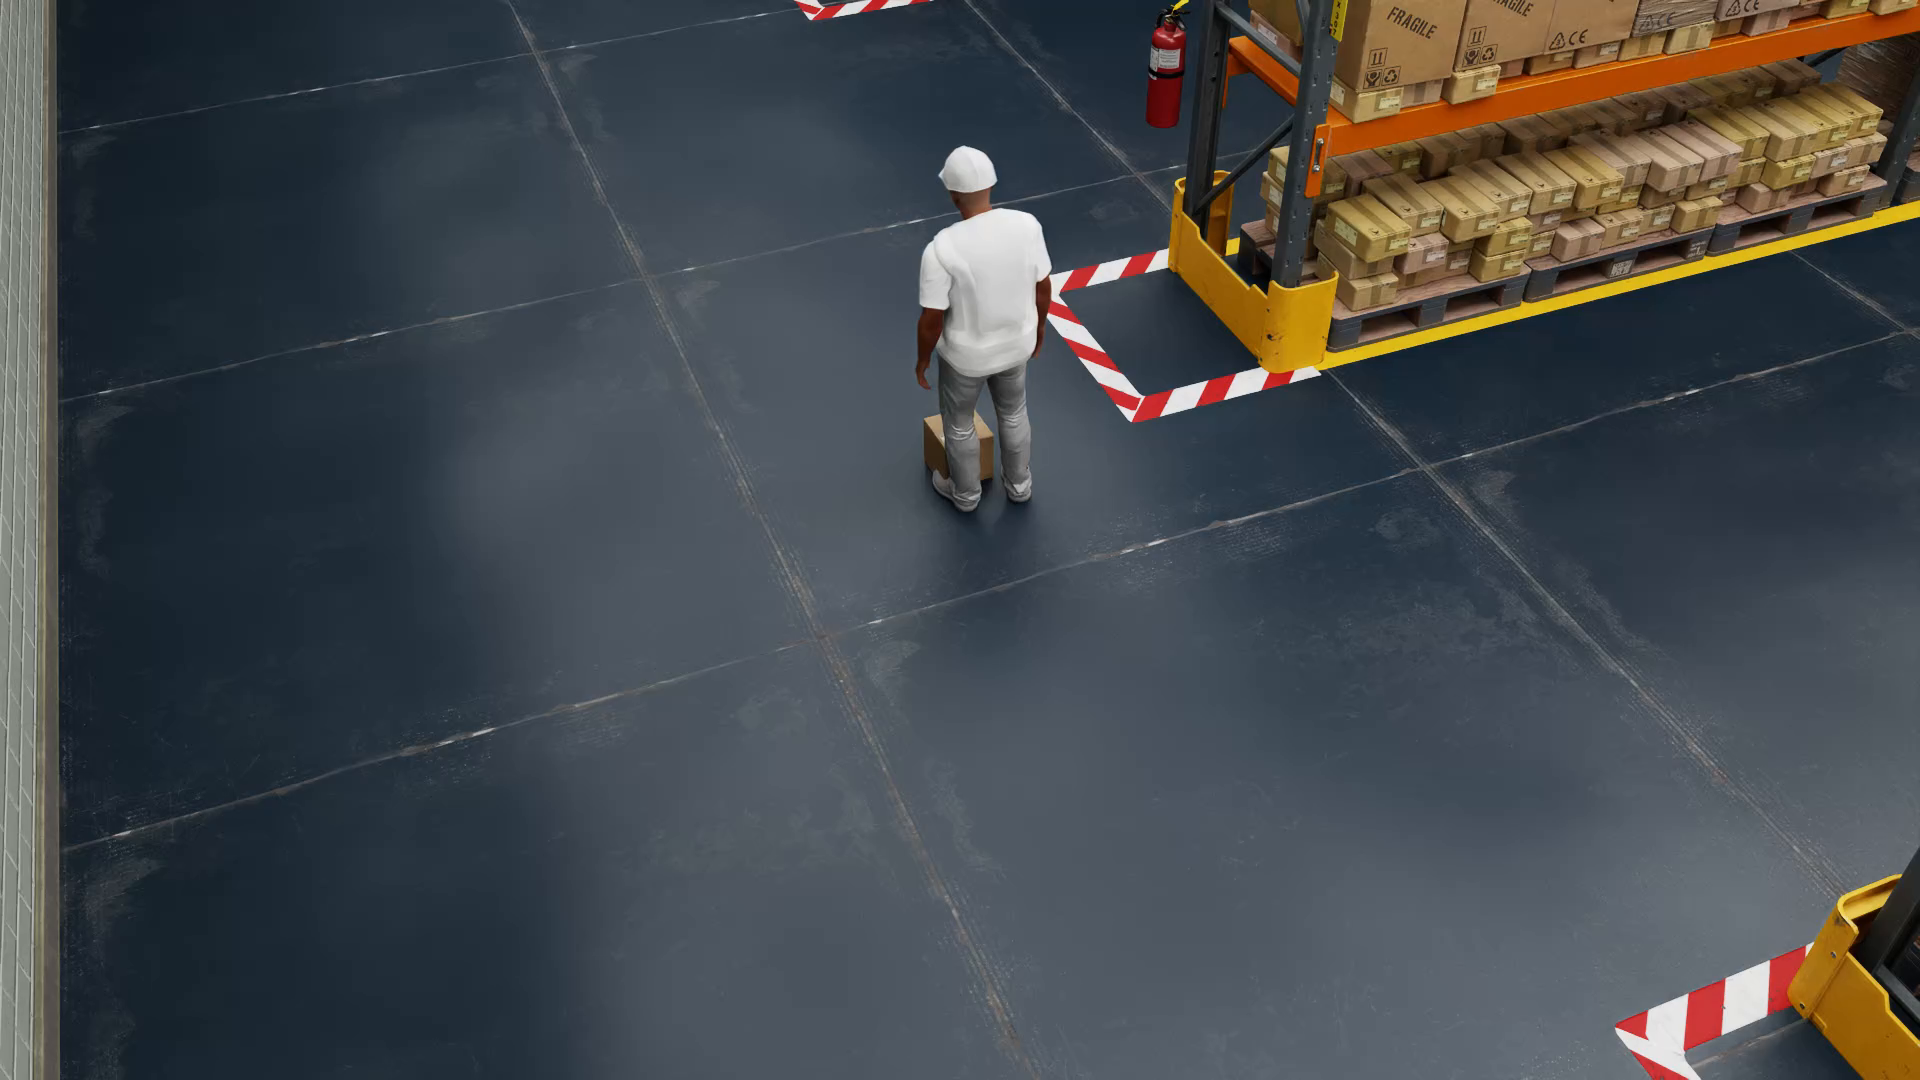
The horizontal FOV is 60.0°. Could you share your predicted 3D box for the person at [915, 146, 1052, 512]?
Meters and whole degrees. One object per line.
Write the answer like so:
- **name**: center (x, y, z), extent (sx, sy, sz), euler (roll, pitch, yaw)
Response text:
- **person**: center (0.089, -0.854, 7.112), extent (0.627, 1.759, 0.462), euler (-17, 44, -19)
